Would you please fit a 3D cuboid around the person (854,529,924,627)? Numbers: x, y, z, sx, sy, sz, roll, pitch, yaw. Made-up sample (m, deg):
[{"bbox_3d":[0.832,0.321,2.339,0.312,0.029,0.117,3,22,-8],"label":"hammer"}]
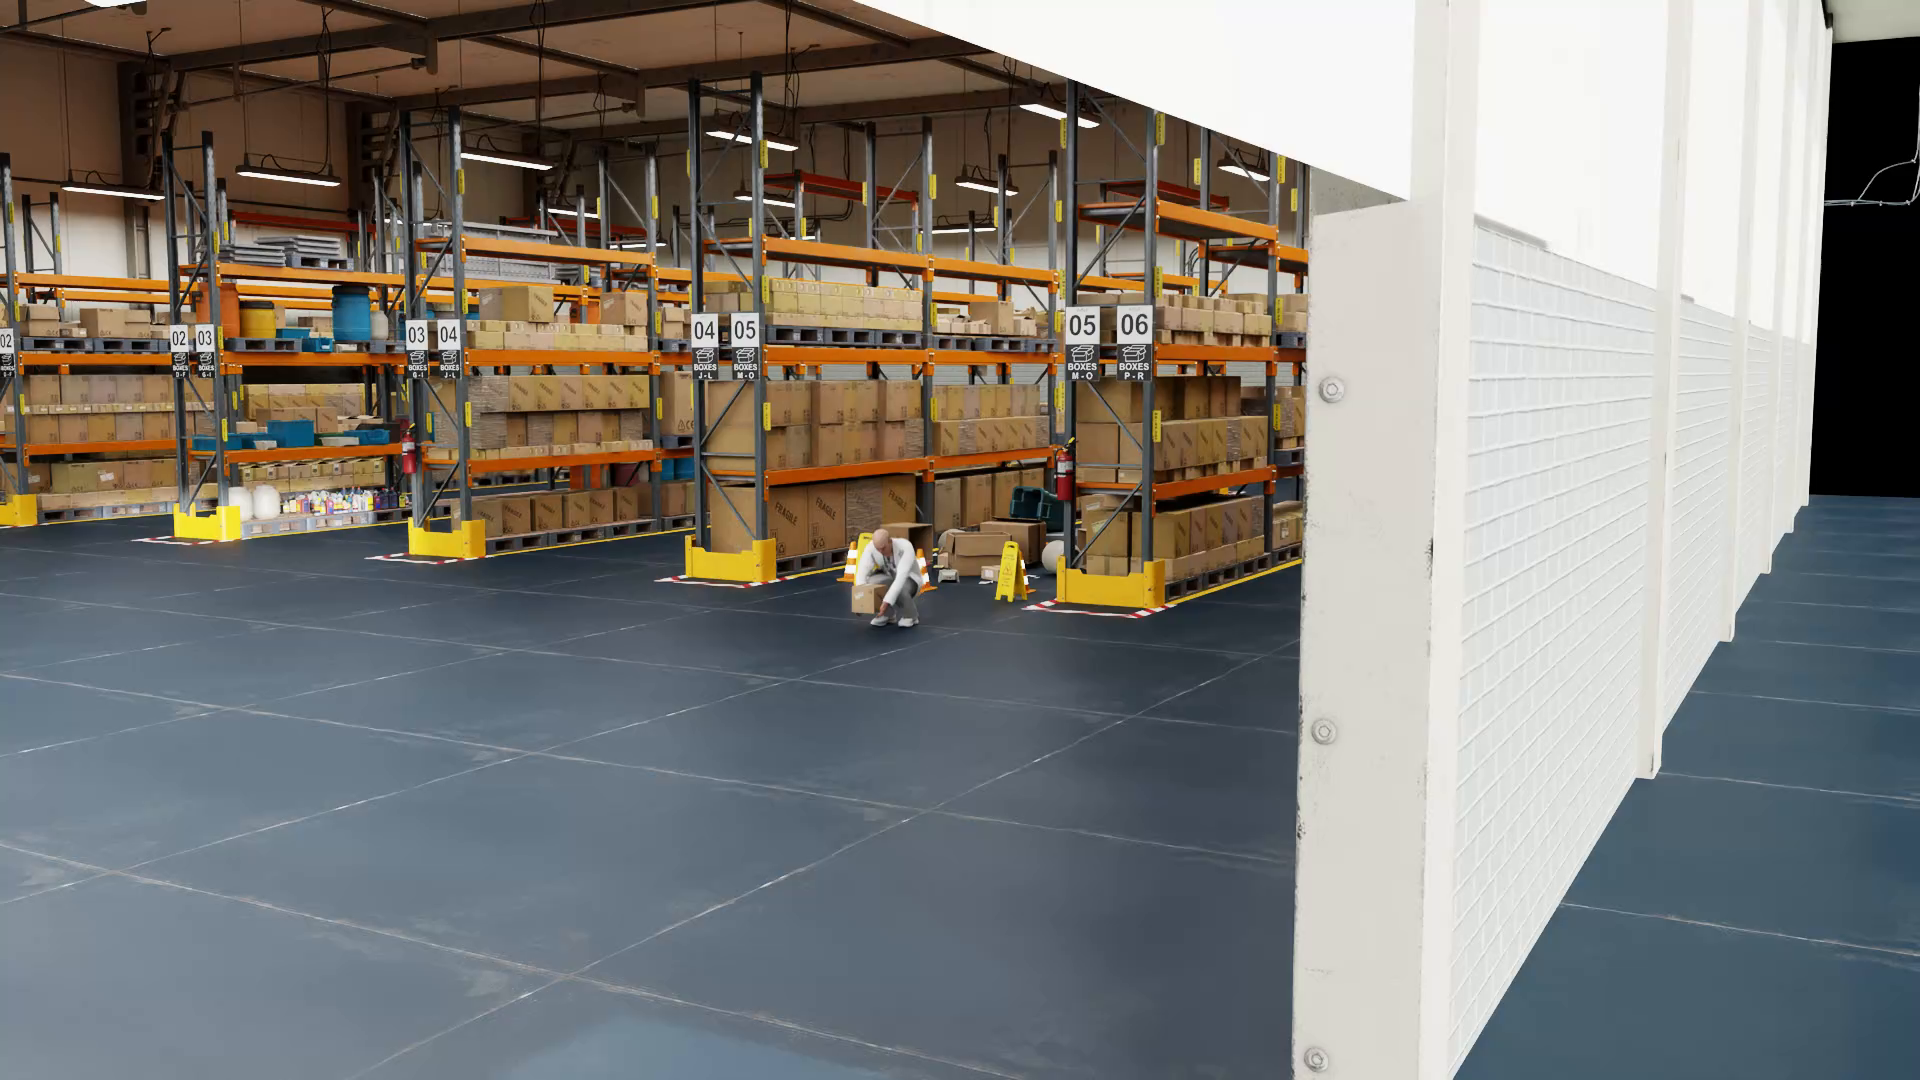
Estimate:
[{"bbox_3d":[-0.687,0.417,16.366,0.604,0.891,0.909,3,7,29],"label":"person"}]
